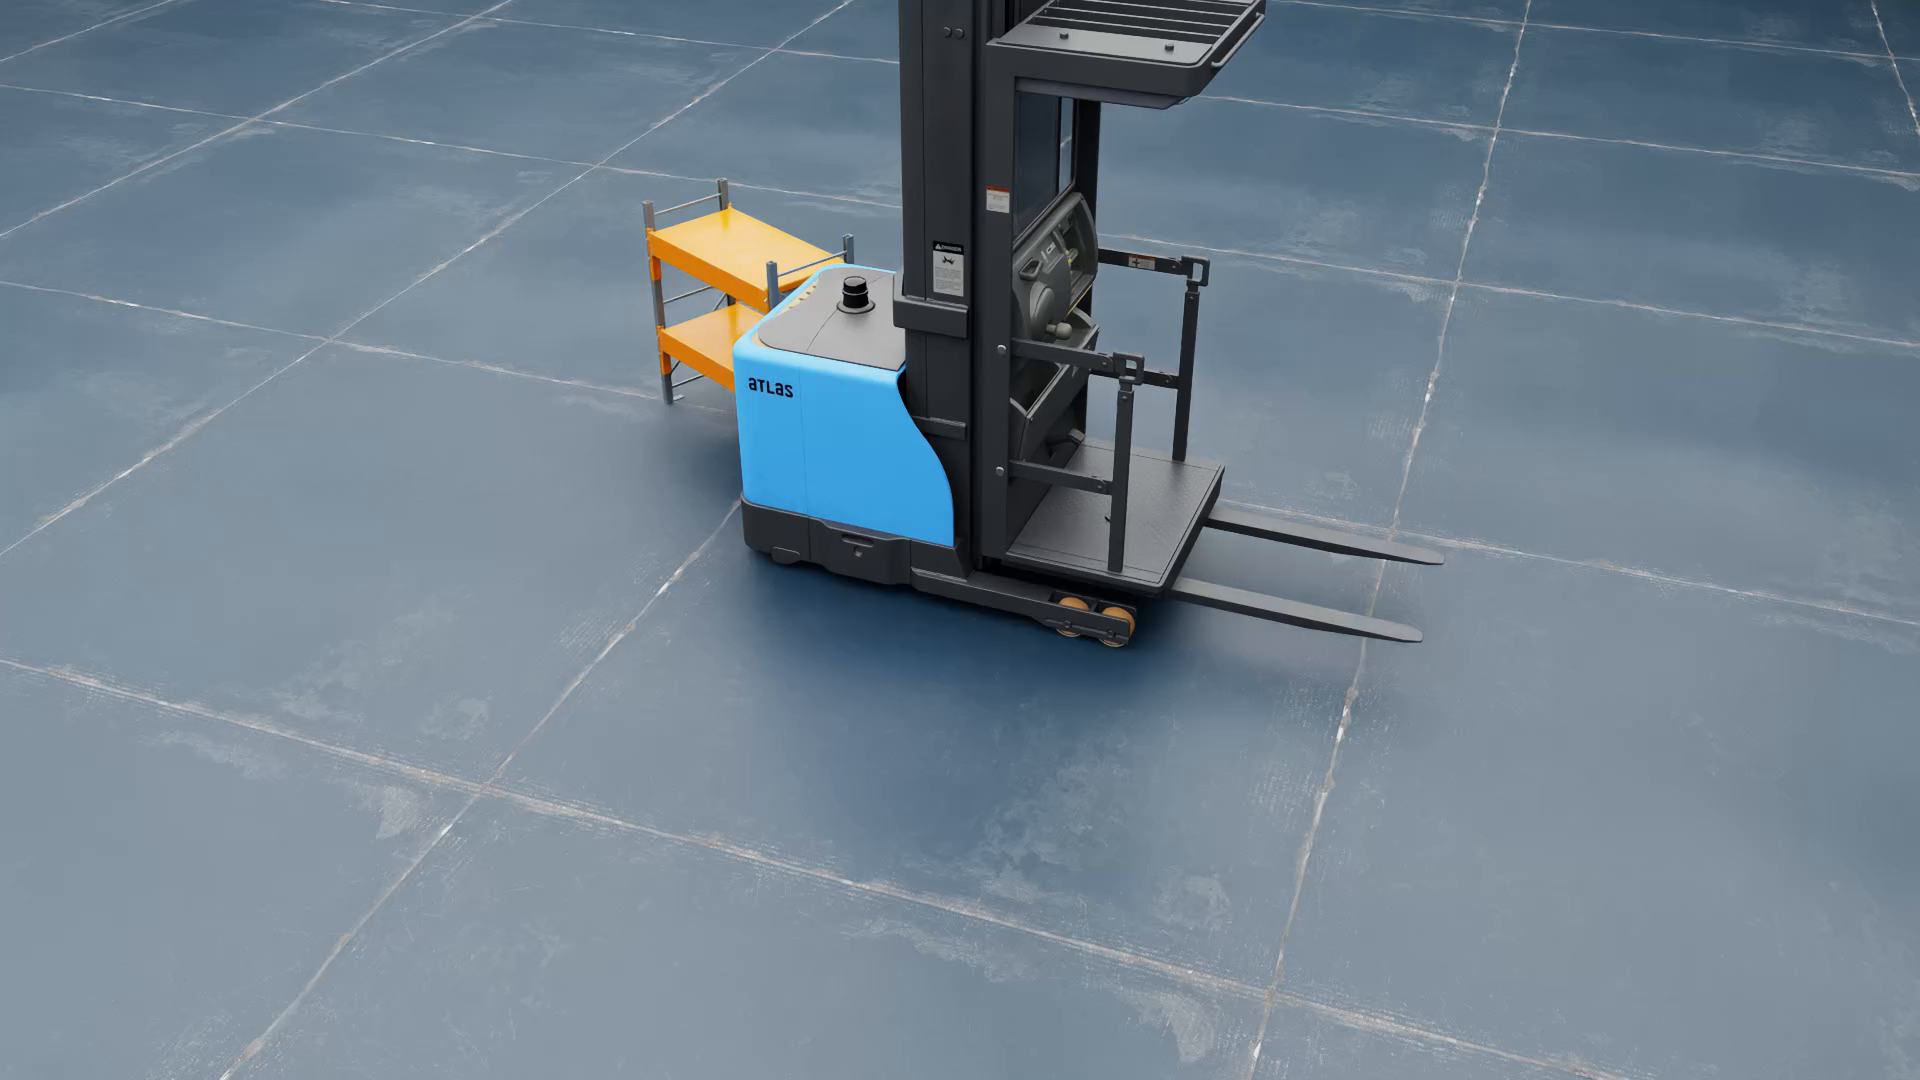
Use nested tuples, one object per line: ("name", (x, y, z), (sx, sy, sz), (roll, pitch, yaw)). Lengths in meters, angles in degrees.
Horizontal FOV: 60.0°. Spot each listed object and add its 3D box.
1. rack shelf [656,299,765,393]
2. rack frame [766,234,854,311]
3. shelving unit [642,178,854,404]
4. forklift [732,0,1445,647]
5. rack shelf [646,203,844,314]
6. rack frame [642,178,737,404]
("rack shelf", (-1.046, -0.889, 8.540), (0.538, 0.278, 1.000), (-27, 41, -35))
("rack frame", (-0.701, -0.892, 8.094), (0.500, 1.125, 0.032), (-27, 41, -35))
("shelving unit", (-1.046, -1.094, 8.408), (0.538, 1.125, 1.048), (-27, 41, -35))
("forklift", (0.580, -1.106, 6.761), (3.031, 2.935, 1.130), (12, 35, 18))
("rack shelf", (-1.046, -1.340, 8.249), (0.538, 0.278, 1.000), (-27, 41, -35))
("rack frame", (-1.390, -1.297, 8.722), (0.500, 1.125, 0.032), (-27, 41, -35))
